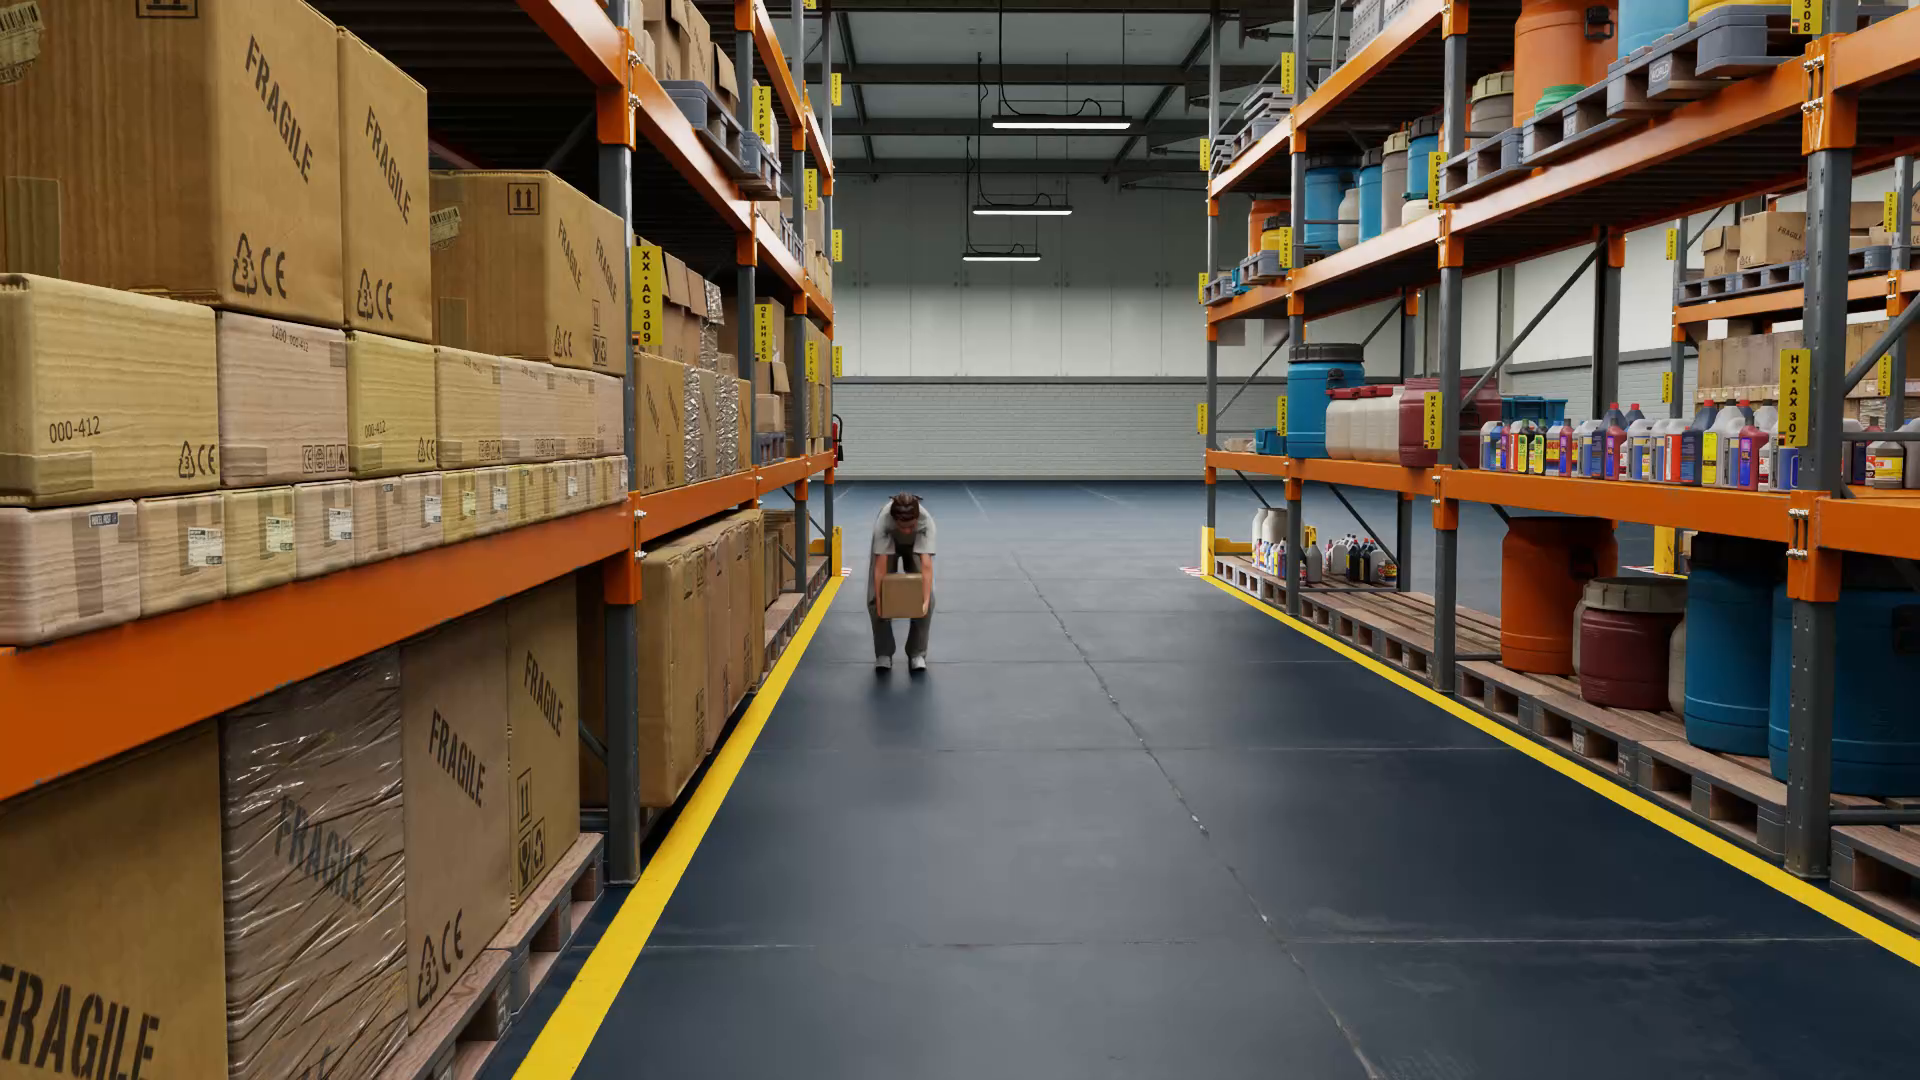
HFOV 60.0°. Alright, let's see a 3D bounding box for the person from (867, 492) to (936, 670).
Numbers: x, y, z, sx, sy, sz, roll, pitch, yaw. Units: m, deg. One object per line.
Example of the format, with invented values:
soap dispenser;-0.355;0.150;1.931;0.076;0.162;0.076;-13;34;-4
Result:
person;-0.370;0.265;10.532;0.435;1.138;0.852;0;4;-4
